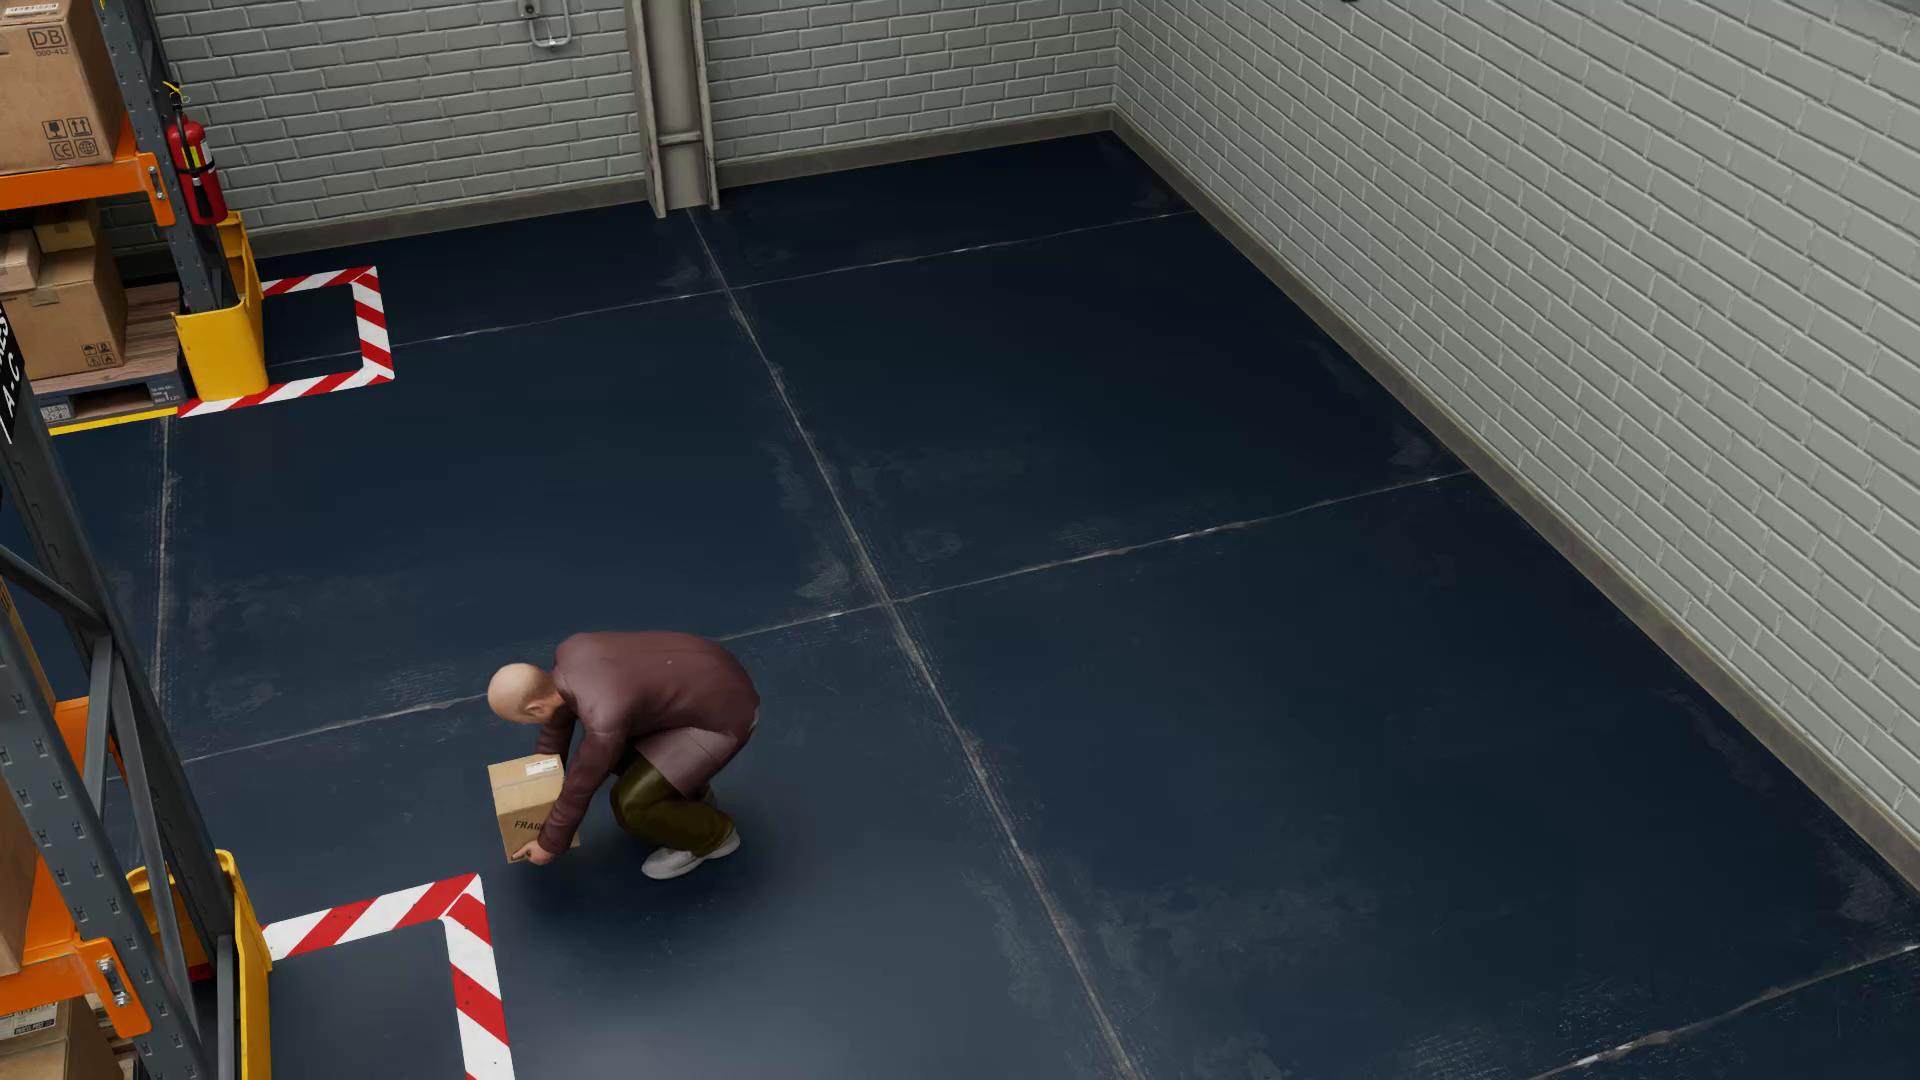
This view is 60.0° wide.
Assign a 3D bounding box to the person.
[{"bbox_3d":[-1.161,0.725,5.852,0.945,1.002,0.583,-14,39,-17],"label":"person"}]
